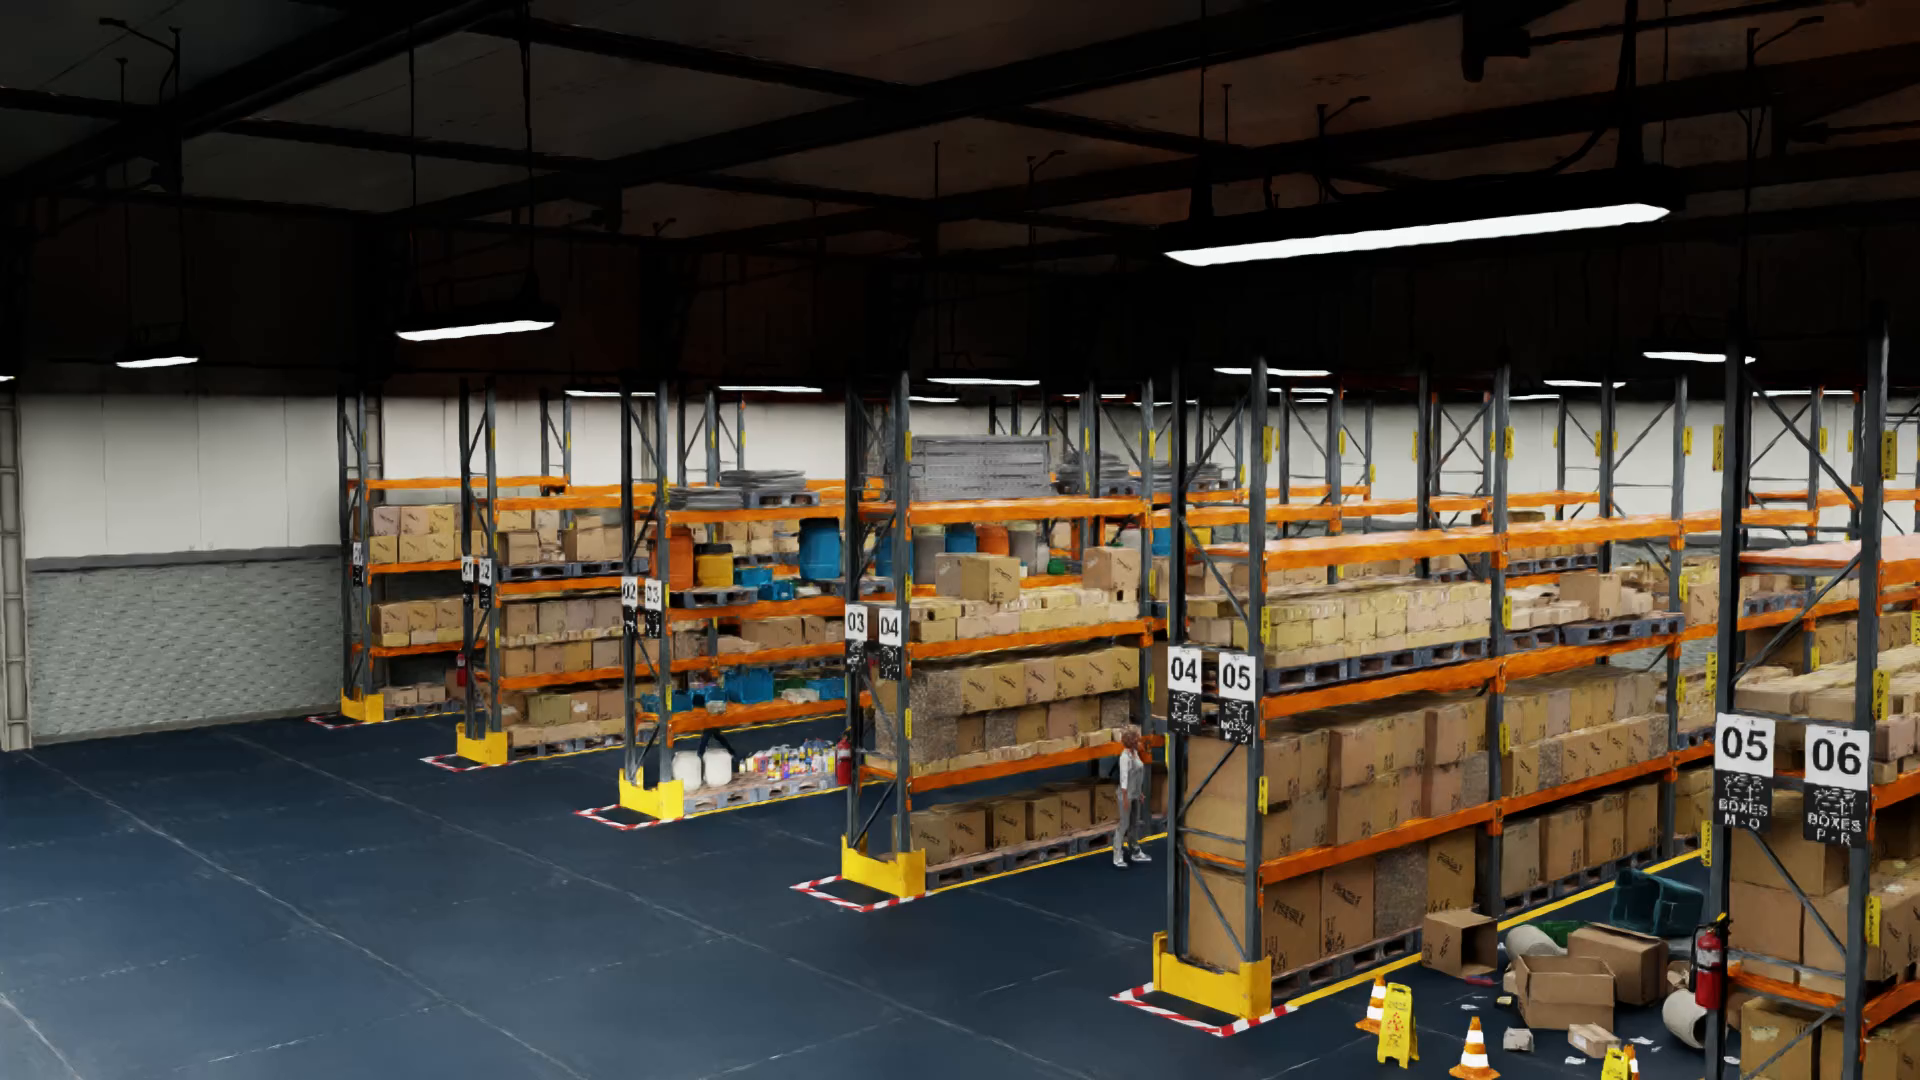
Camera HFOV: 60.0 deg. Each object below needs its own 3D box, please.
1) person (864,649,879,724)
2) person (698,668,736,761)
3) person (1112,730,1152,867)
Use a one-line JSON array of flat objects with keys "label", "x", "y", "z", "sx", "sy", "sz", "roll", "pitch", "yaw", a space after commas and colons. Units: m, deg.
[{"label": "person", "x": -1.560, "y": 2.359, "z": 29.424, "sx": 0.577, "sy": 1.716, "sz": 1.103, "roll": 3, "pitch": 5, "yaw": 39}, {"label": "person", "x": -3.864, "y": 2.712, "z": 25.552, "sx": 1.038, "sy": 1.514, "sz": 0.419, "roll": -4, "pitch": 5, "yaw": -44}, {"label": "person", "x": 2.041, "y": 3.063, "z": 19.739, "sx": 0.419, "sy": 1.586, "sz": 0.502, "roll": 2, "pitch": 4, "yaw": 26}]
